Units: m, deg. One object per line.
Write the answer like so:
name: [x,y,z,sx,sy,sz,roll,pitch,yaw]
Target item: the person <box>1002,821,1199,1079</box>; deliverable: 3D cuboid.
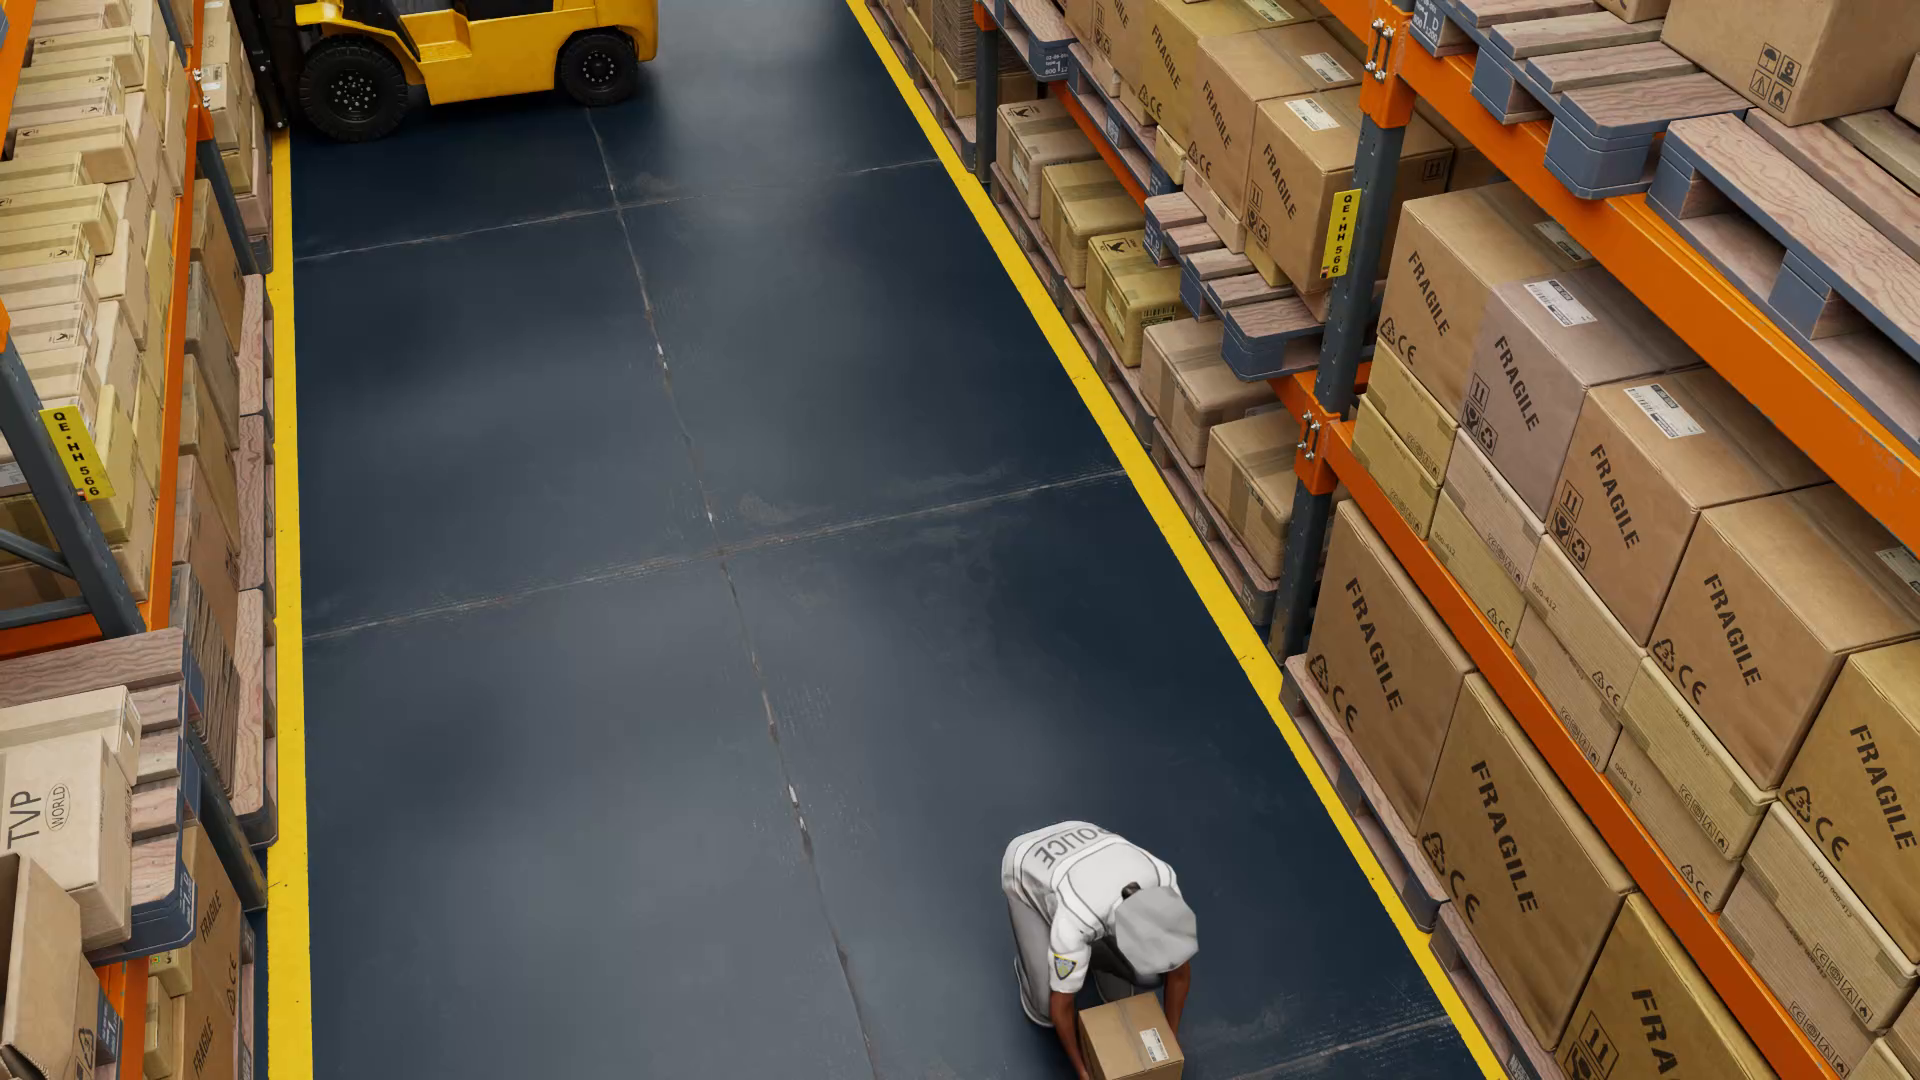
person: [0.438,1.258,5.315,0.485,0.961,0.837,-12,44,-13]
